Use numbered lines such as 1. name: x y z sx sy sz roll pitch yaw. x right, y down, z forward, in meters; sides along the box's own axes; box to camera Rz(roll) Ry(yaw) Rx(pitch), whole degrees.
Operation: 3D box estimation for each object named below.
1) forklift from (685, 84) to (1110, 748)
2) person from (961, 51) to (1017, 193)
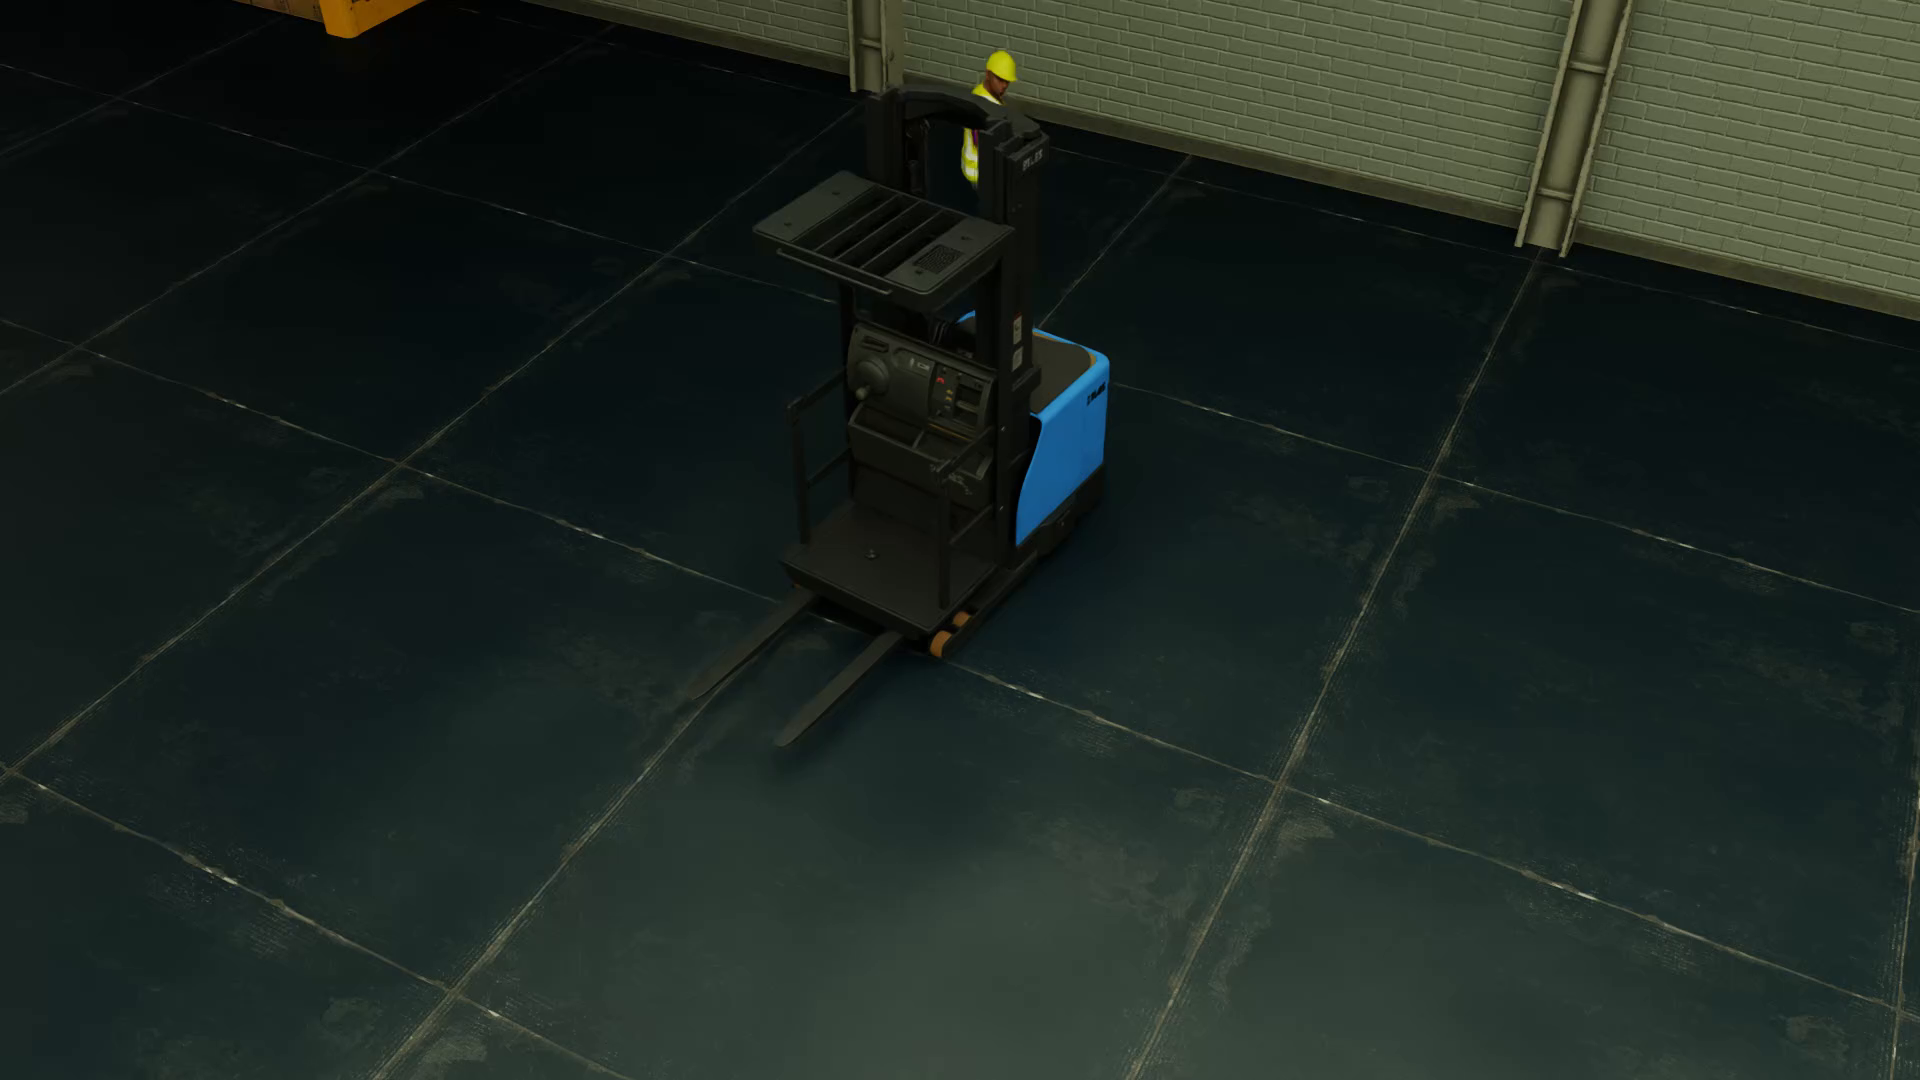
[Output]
1. forklift: -0.343 -0.796 8.931 1.130 2.935 3.031 24 46 26
2. person: 0.267 -2.743 12.204 0.516 1.706 0.791 -6 40 -7
